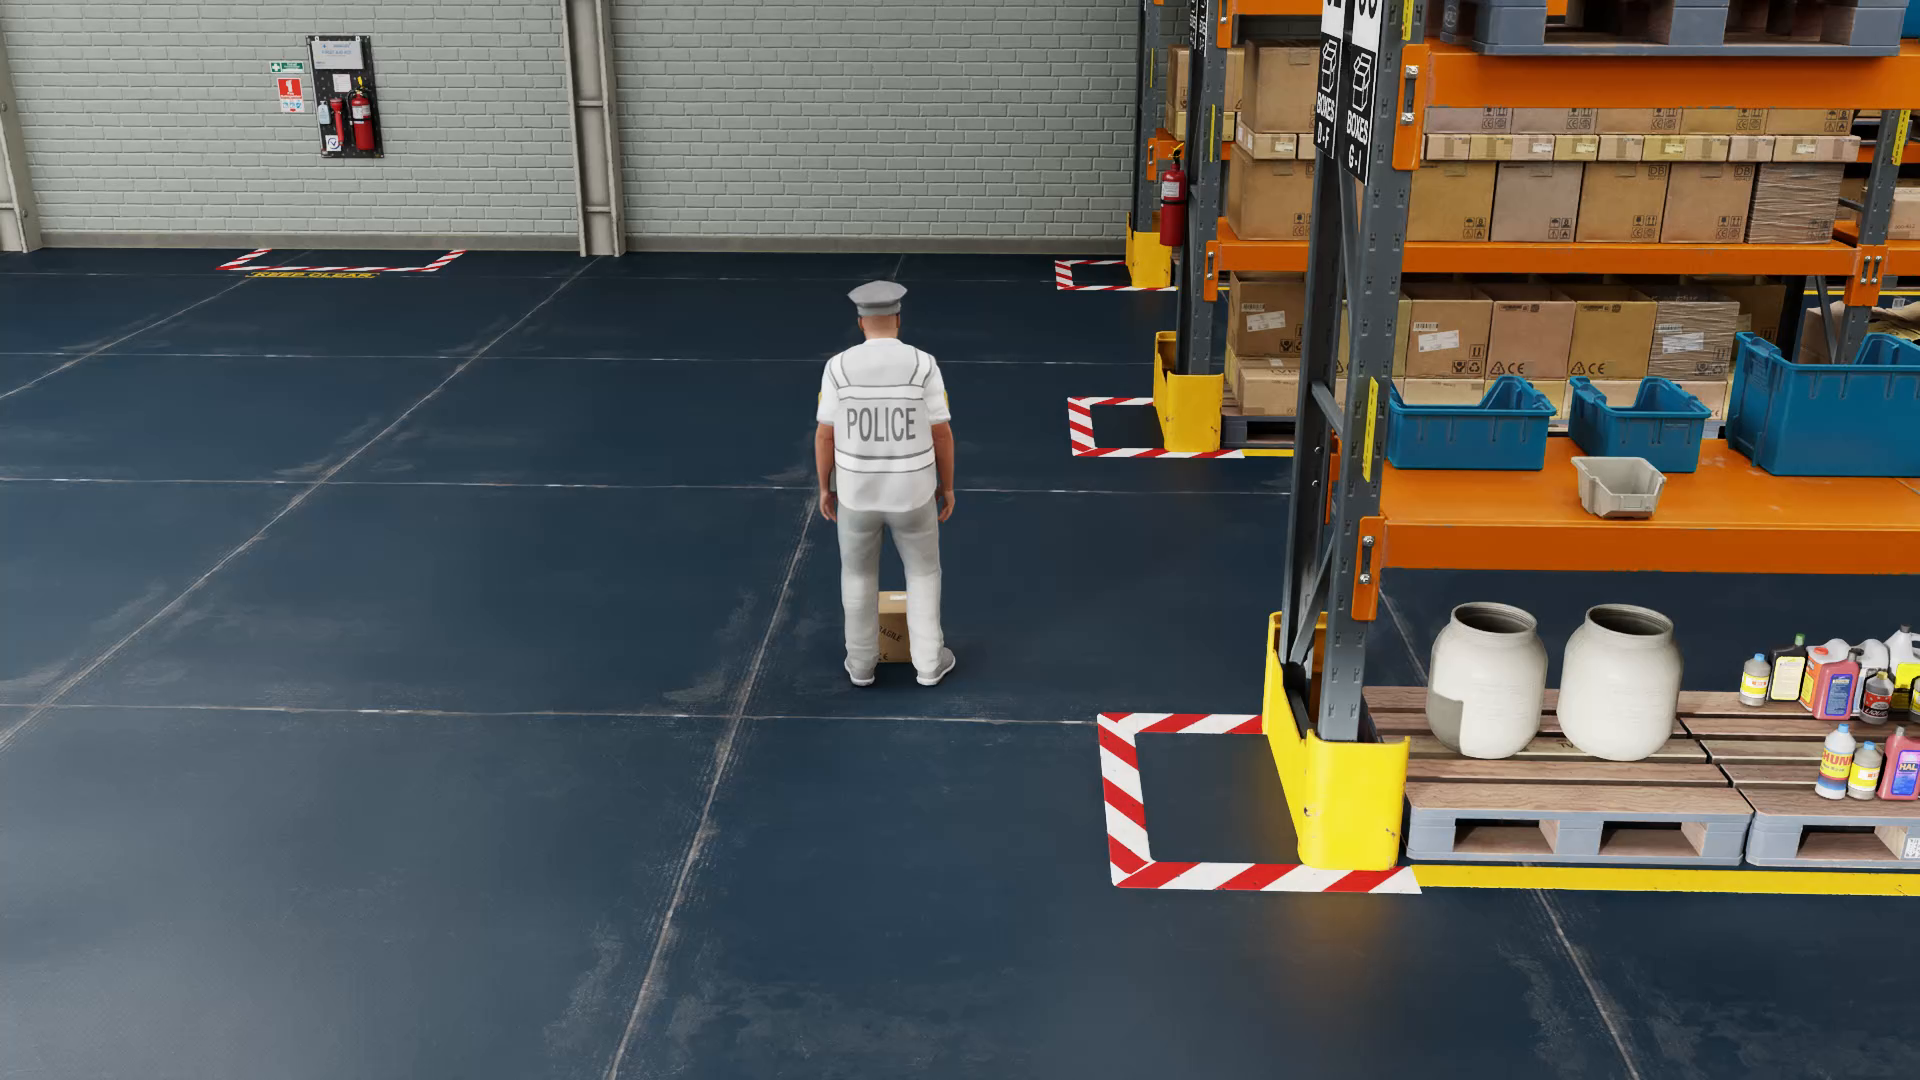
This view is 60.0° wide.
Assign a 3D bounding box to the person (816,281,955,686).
[{"bbox_3d":[-0.316,-0.207,7.119,0.588,1.748,0.434,0,21,1],"label":"person"}]
